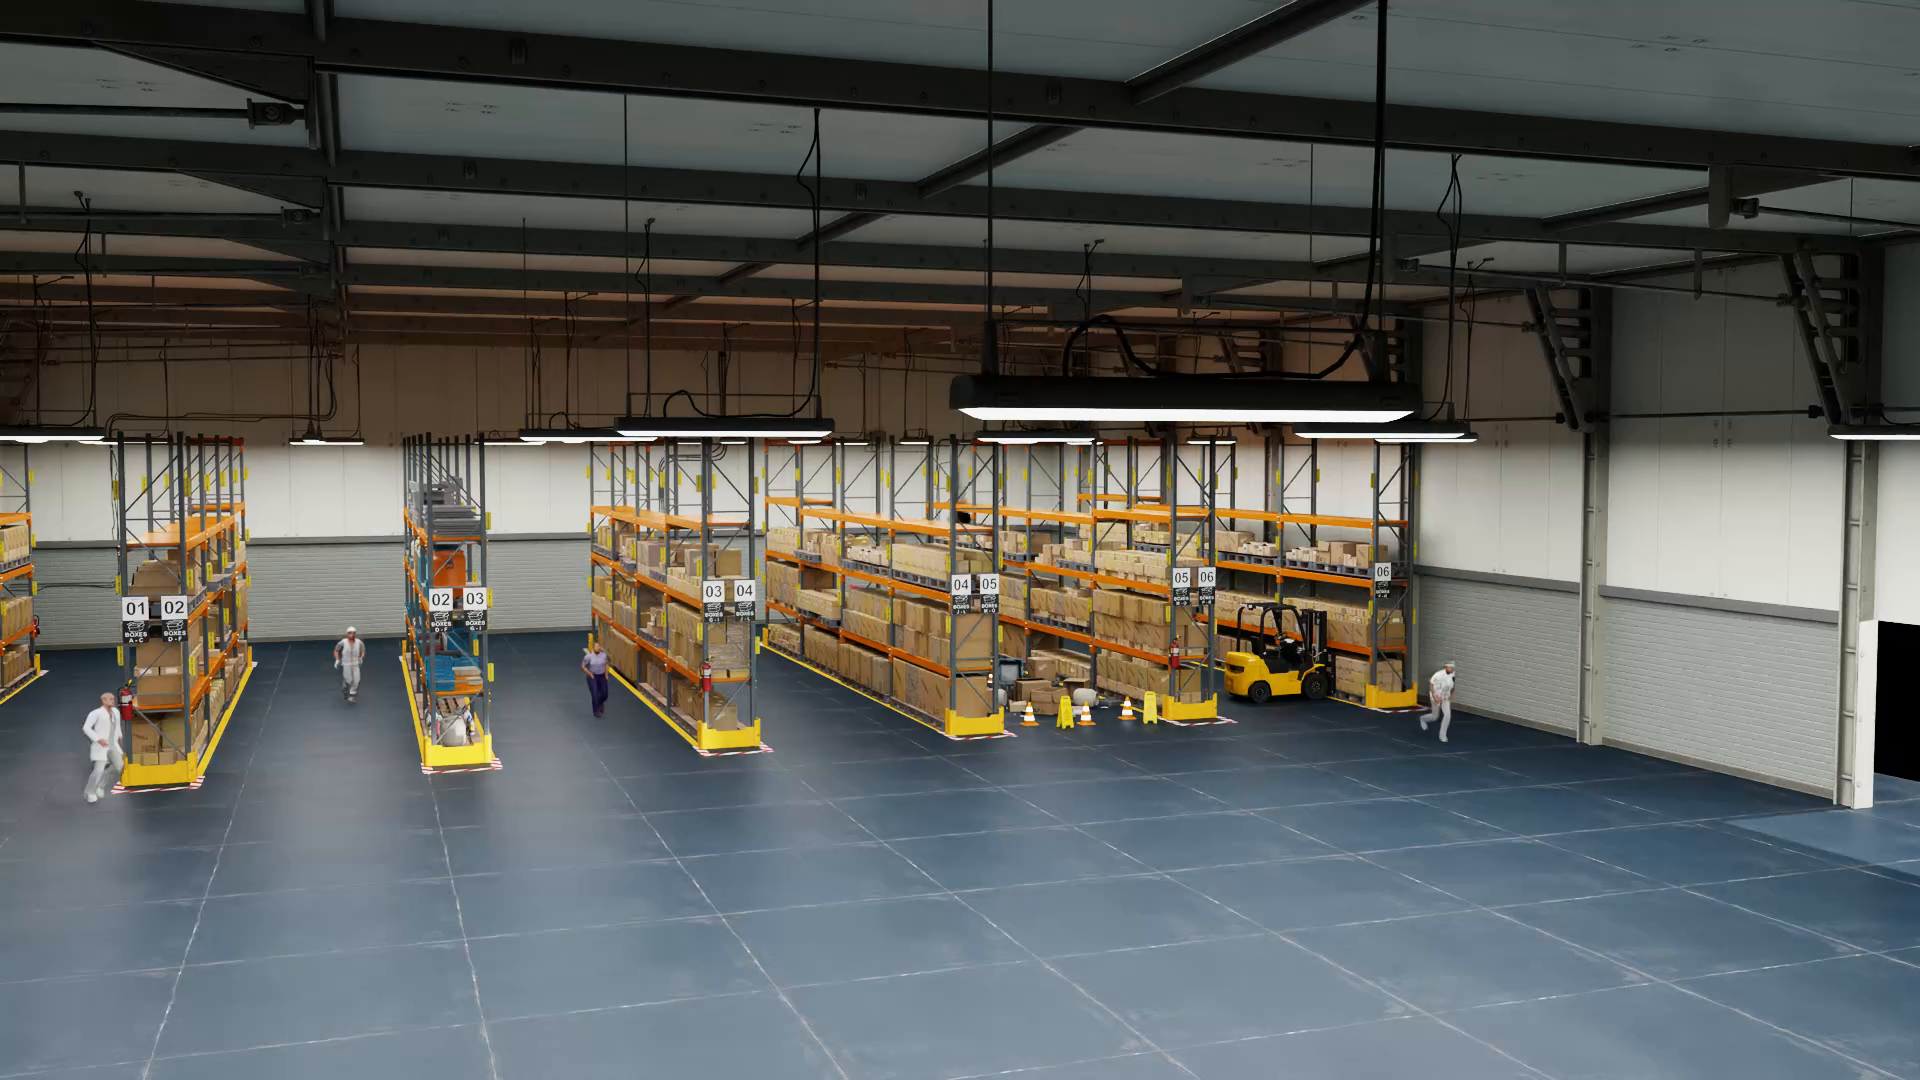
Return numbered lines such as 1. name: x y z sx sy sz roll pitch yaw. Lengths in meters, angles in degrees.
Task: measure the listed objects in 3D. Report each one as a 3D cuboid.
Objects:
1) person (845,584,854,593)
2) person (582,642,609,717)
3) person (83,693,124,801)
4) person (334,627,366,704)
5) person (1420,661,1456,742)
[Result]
1. person: -3.145 2.165 48.940 0.622 1.727 0.646 2 4 35
2. person: -7.735 2.962 35.369 0.609 1.612 0.548 -2 4 -27
3. person: -13.914 3.357 27.132 0.572 1.716 0.773 1 3 24
4. person: -13.566 2.800 37.033 0.667 1.732 0.633 -2 4 -31
5. person: 9.418 3.138 32.681 0.583 1.628 0.852 -2 4 -27
